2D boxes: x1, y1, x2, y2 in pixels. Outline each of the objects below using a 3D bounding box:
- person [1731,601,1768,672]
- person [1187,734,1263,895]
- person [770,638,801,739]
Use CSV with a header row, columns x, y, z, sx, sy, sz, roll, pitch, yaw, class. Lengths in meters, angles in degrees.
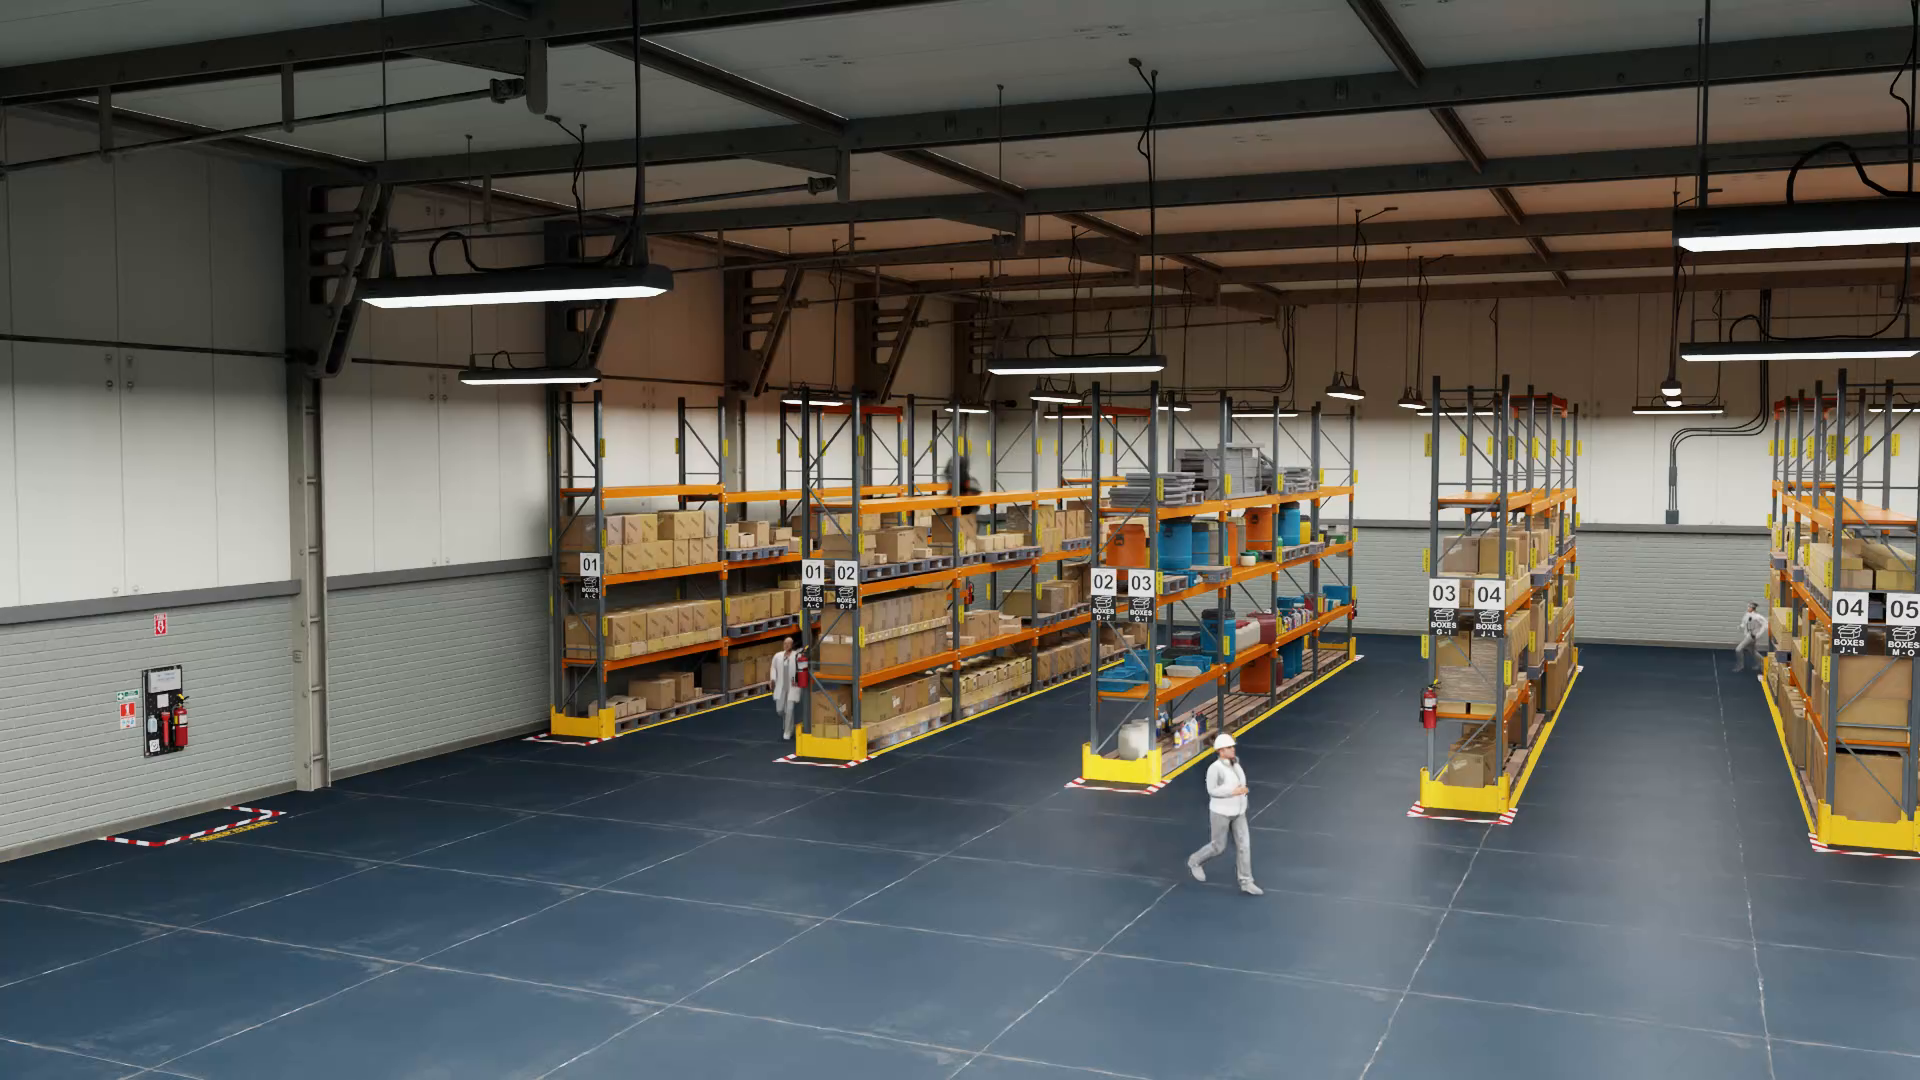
x,y,z,sx,sy,sz,roll,pitch,yaw,class
17.620,2.168,36.932,0.742,1.665,0.737,0,3,6,person
3.011,3.063,18.743,0.661,1.751,0.963,-3,4,-41,person
-2.965,2.554,28.791,0.709,1.737,0.640,1,3,9,person
